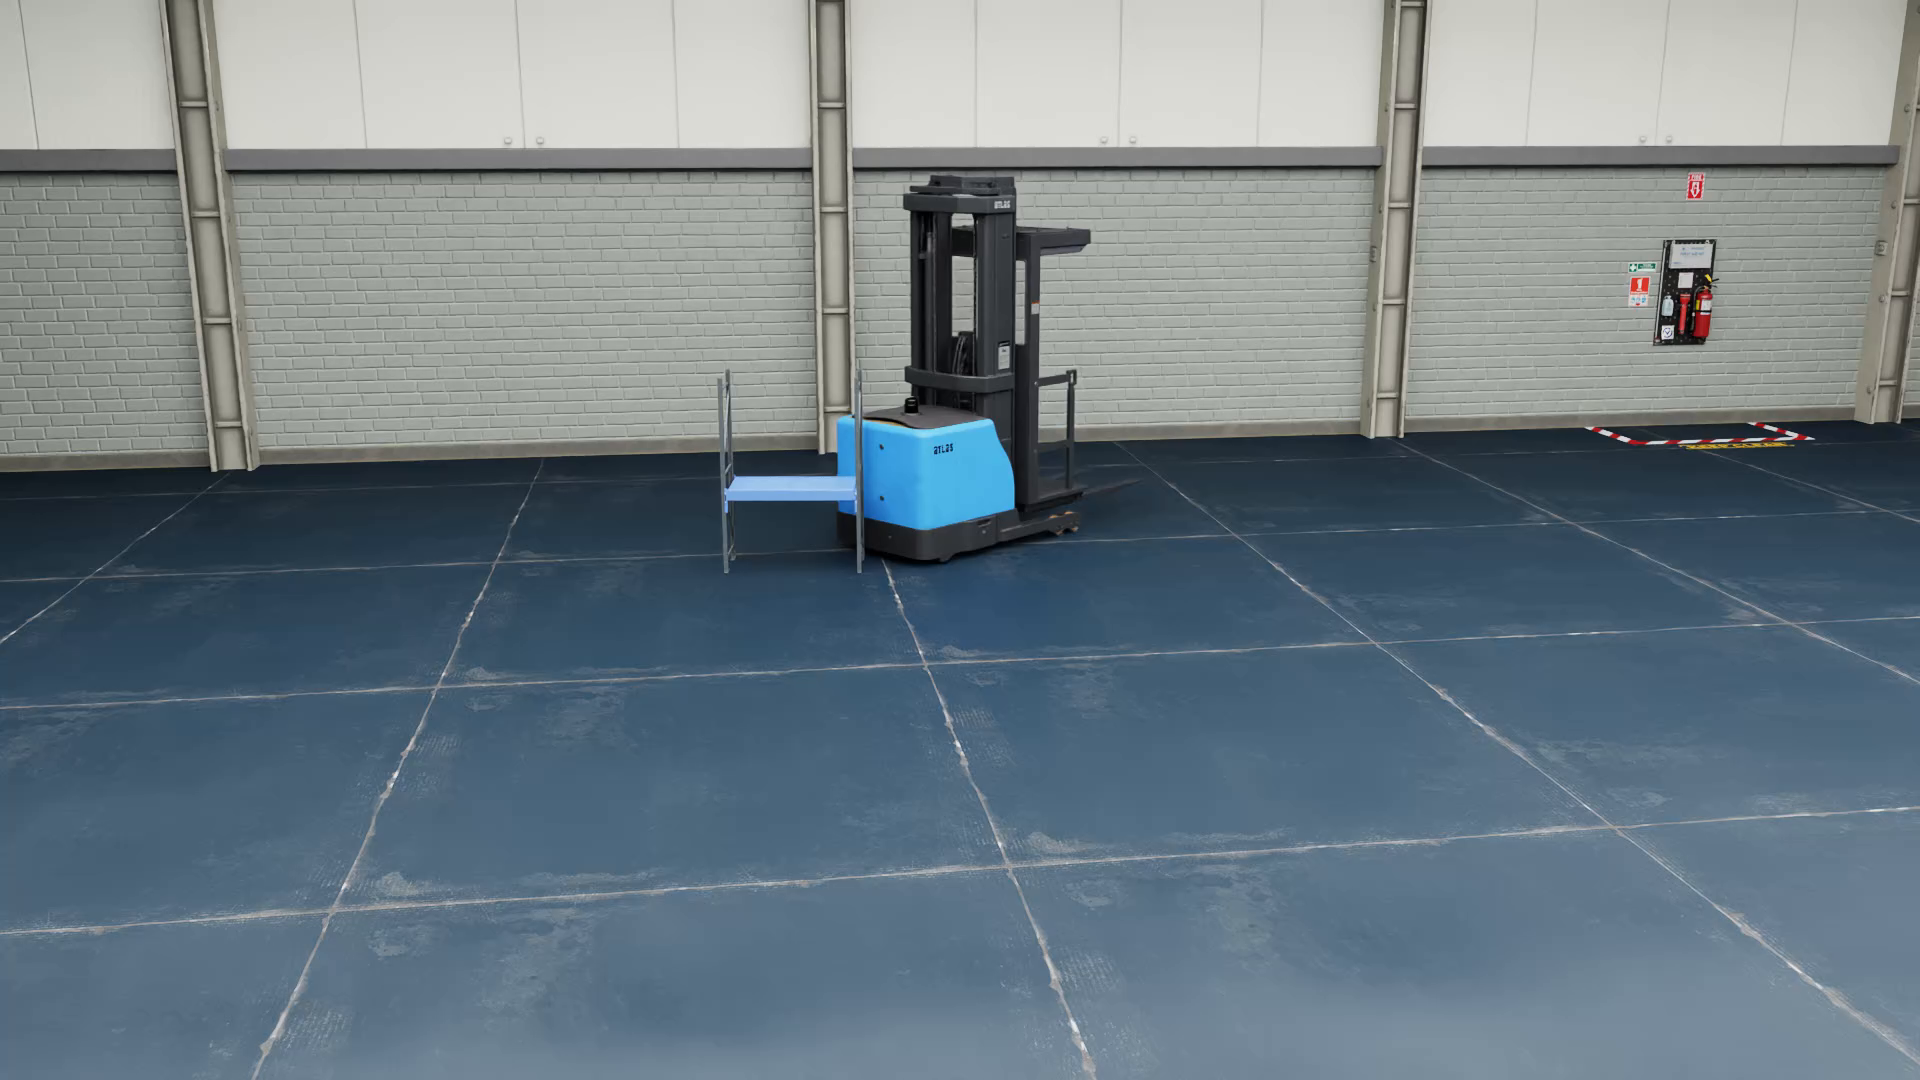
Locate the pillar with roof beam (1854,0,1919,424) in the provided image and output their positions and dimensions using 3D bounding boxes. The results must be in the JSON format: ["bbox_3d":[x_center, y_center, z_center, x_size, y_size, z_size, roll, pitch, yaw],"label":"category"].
[{"bbox_3d":[11.218,-4.701,13.969,0.400,9.000,9.100,-2,14,-8],"label":"pillar with roof beam"}]

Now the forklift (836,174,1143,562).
[{"bbox_3d":[0.377,-1.541,13.840,1.130,2.935,3.031,13,19,41],"label":"forklift"}]

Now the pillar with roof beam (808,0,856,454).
[{"bbox_3d":[-0.649,-4.266,12.235,0.400,9.000,9.100,-2,14,-8],"label":"pillar with roof beam"}]

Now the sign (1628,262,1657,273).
[{"bbox_3d":[7.571,-3.024,18.449,0.331,0.109,0.001,-2,14,-8],"label":"sign"}]

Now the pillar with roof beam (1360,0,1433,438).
[{"bbox_3d":[5.284,-4.484,13.102,0.400,9.000,9.100,-2,14,-8],"label":"pillar with roof beam"}]

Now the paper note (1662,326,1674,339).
[{"bbox_3d":[7.942,-2.329,18.655,0.142,0.148,0.016,-2,14,-8],"label":"paper note"}]

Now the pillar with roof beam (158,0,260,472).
[{"bbox_3d":[-6.582,-4.049,11.368,0.400,9.000,9.100,-2,14,-8],"label":"pillar with roof beam"}]

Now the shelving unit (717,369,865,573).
[{"bbox_3d":[-1.280,-0.533,12.766,1.048,1.500,0.538,0,14,0],"label":"shelving unit"}]

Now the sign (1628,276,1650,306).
[{"bbox_3d":[7.565,-2.769,18.522,0.234,0.329,0.001,-2,14,-8],"label":"sign"}]

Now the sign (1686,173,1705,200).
[{"bbox_3d":[8.104,-3.895,18.319,0.199,0.298,0.001,-2,14,-8],"label":"sign"}]

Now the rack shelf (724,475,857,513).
[{"bbox_3d":[-1.280,-0.359,12.809,1.000,0.185,0.538,0,14,0],"label":"rack shelf"}]

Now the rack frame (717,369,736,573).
[{"bbox_3d":[-1.788,-0.533,12.763,0.032,1.500,0.500,0,14,0],"label":"rack frame"}]

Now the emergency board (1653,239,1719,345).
[{"bbox_3d":[8.127,-2.747,18.507,0.643,1.169,0.194,-2,14,-8],"label":"emergency board"}]

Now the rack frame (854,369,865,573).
[{"bbox_3d":[-0.772,-0.534,12.769,0.032,1.500,0.500,0,14,0],"label":"rack frame"}]
